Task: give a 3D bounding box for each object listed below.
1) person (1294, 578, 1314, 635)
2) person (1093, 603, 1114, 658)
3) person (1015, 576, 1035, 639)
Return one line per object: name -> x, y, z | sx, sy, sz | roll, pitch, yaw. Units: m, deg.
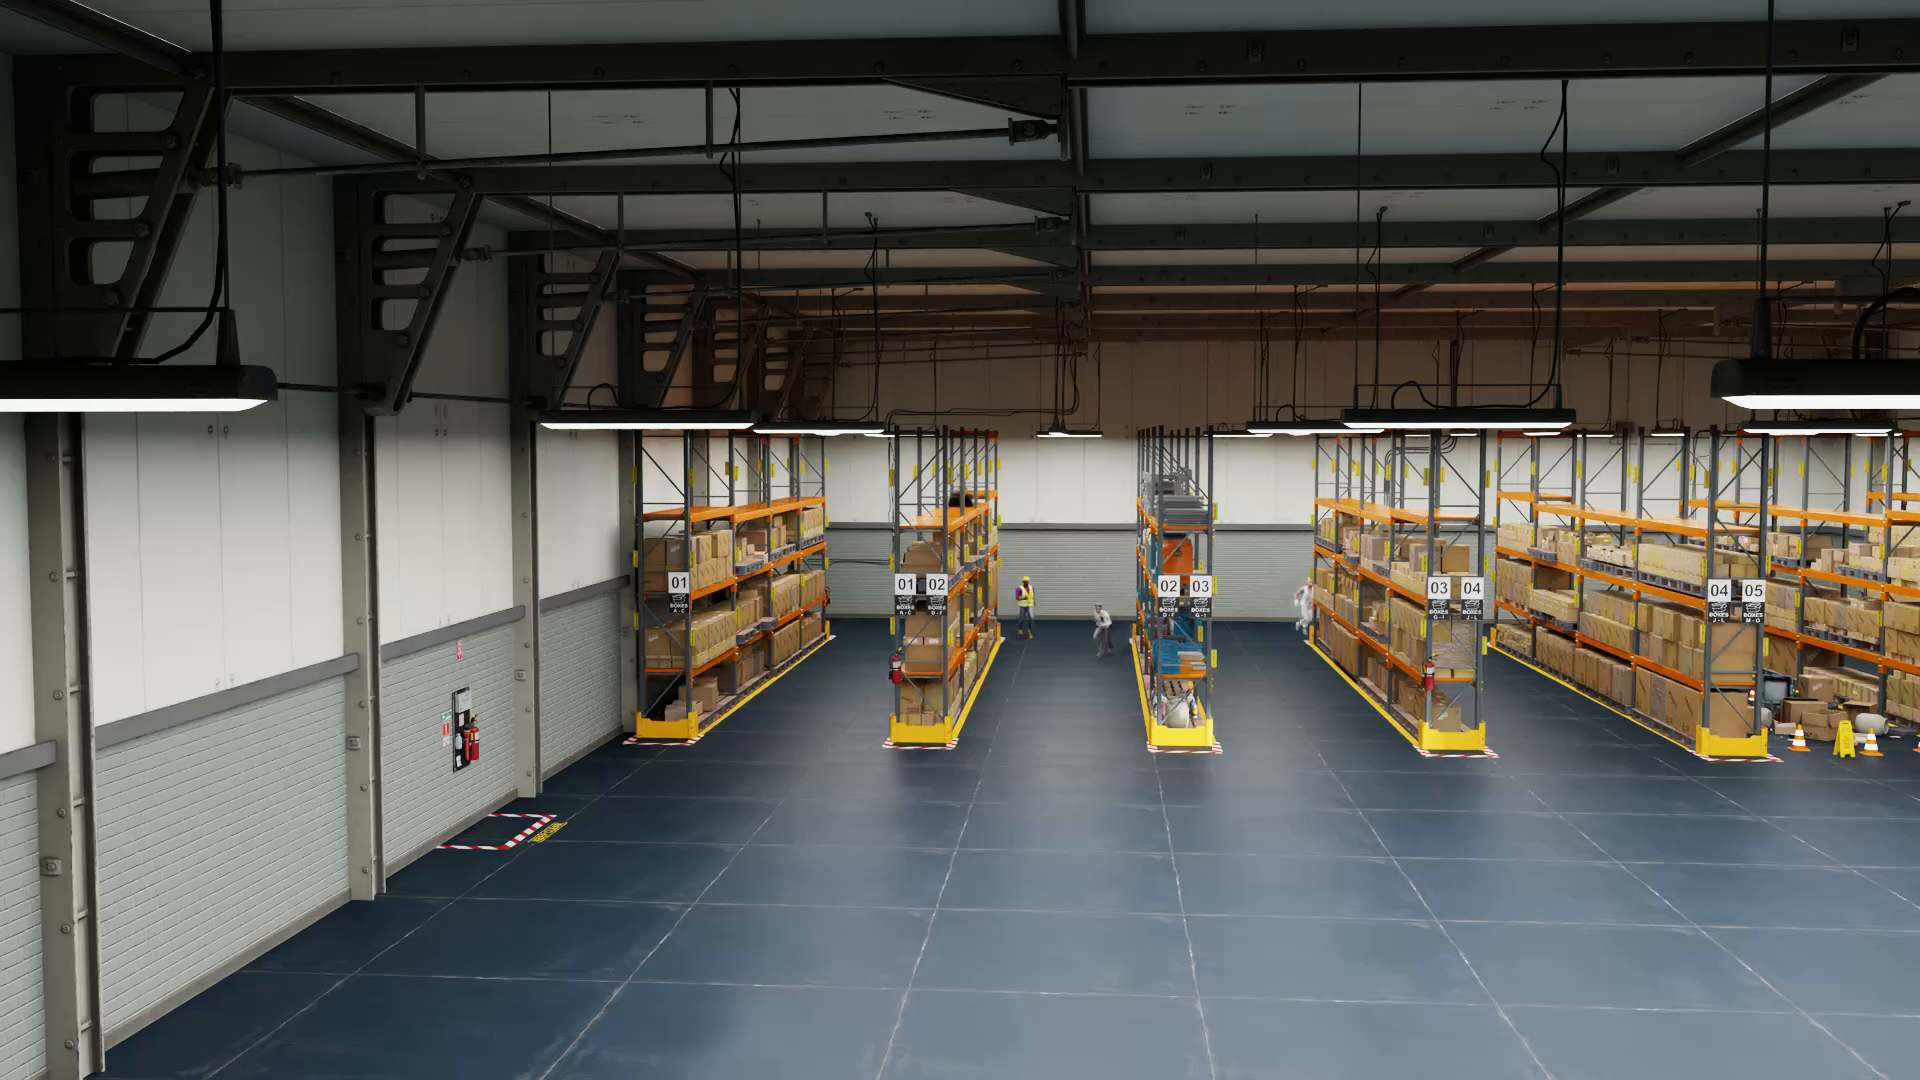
person -> 10.182, 1.957, 49.020 | 0.782, 1.705, 0.620 | -1, 4, -19
person -> 3.858, 2.368, 44.056 | 0.621, 1.460, 1.090 | 3, 4, 38
person -> 1.900, 1.955, 48.051 | 0.677, 1.823, 0.849 | -1, 4, -18
